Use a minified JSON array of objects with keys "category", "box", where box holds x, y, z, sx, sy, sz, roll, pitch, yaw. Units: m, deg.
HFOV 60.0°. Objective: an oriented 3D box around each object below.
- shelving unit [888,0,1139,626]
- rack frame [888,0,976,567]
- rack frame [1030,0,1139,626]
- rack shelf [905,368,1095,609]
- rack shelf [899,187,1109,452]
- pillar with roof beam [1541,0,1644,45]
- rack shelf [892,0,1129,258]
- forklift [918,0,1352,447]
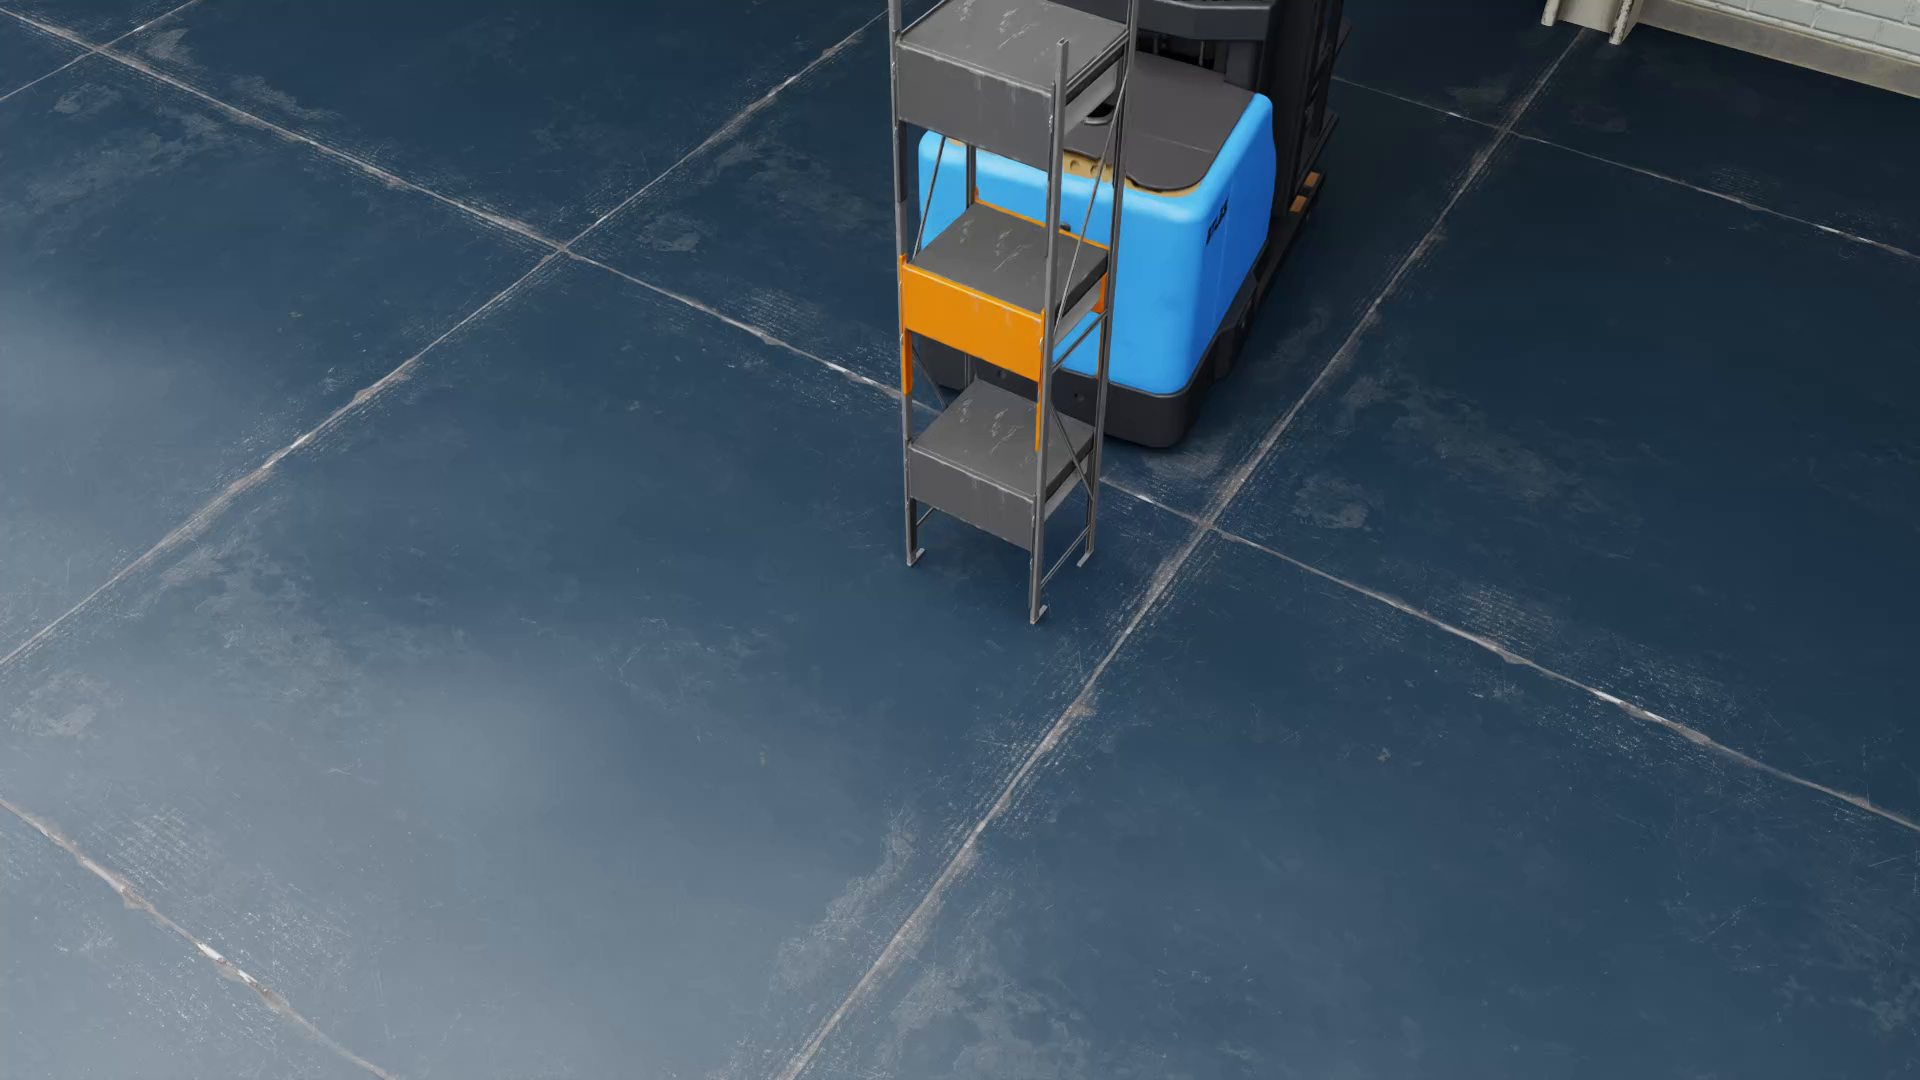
[{"category":"shelving unit","box":[0.139,-0.668,4.935,0.503,2.100,0.431,25,51,22]},{"category":"rack frame","box":[-0.066,-0.762,5.026,0.015,2.100,0.400,25,51,22]},{"category":"rack frame","box":[0.345,-0.573,4.843,0.015,2.100,0.400,25,51,22]},{"category":"rack shelf","box":[0.139,-0.170,5.446,0.480,0.518,0.431,25,51,22]},{"category":"rack shelf","box":[0.139,-0.658,4.944,0.480,0.518,0.431,25,51,22]},{"category":"pillar with roof beam","box":[0.801,-3.113,2.500,0.400,9.000,9.100,25,51,22]},{"category":"rack shelf","box":[0.139,-1.146,4.442,0.480,0.518,0.431,25,51,22]},{"category":"forklift","box":[0.911,-2.423,6.060,1.130,2.935,3.031,18,48,17]}]
